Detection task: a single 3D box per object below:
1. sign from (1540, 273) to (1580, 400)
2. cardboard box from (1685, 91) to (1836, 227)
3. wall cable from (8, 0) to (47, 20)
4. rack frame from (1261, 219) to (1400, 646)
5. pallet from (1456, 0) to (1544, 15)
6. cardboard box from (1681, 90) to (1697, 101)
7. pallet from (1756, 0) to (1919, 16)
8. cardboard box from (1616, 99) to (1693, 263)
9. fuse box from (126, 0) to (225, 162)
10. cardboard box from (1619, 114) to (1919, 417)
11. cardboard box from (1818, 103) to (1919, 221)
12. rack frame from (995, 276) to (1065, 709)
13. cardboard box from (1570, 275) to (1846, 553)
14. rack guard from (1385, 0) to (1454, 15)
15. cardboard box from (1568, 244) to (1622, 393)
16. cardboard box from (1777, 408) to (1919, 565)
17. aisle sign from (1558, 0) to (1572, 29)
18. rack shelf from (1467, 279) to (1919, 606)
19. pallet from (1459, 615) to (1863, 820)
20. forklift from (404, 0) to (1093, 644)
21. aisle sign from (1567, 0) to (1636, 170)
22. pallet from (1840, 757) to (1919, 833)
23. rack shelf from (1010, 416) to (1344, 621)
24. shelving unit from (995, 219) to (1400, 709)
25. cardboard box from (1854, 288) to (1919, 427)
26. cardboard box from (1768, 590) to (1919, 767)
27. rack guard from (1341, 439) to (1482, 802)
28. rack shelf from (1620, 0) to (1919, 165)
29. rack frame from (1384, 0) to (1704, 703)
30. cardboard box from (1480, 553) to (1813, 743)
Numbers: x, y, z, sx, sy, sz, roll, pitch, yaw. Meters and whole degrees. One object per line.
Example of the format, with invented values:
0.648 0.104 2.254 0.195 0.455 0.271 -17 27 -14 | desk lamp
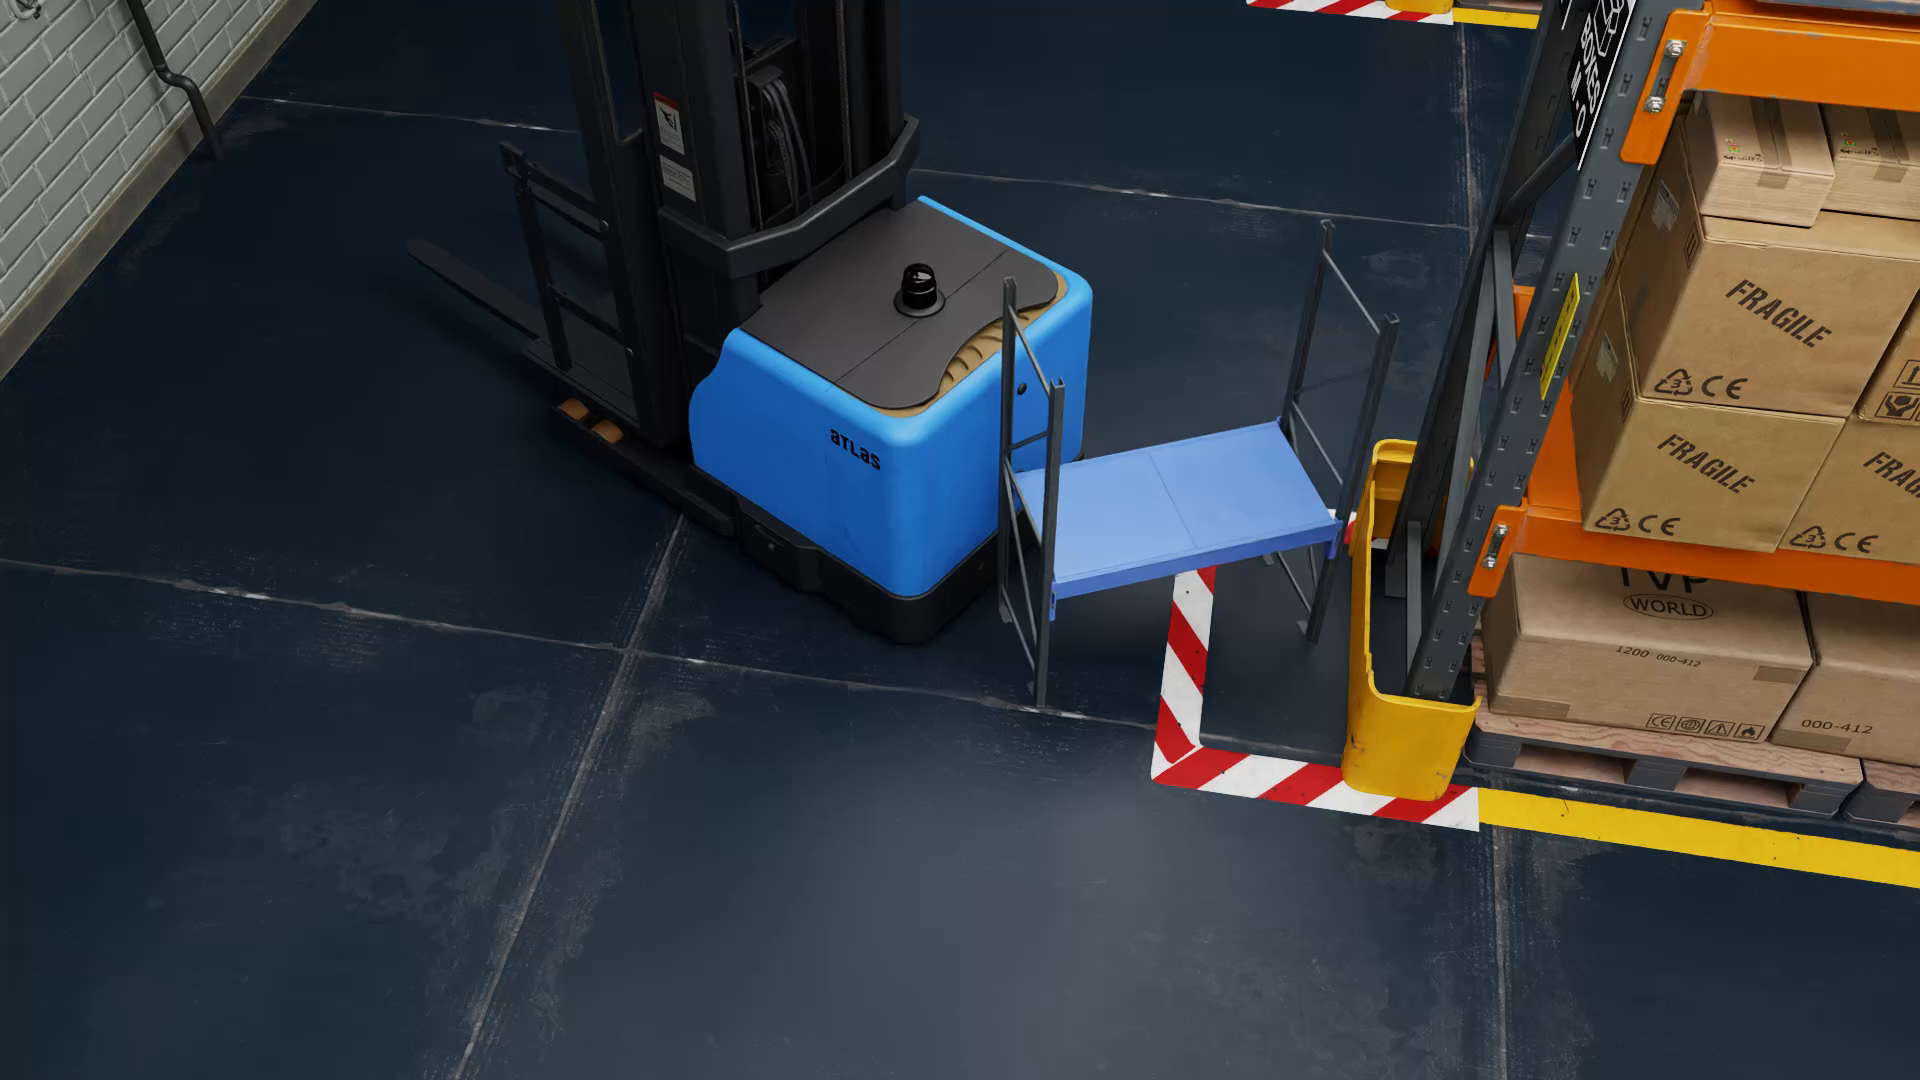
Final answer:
1.455 -0.491 4.039 0.005 0.325 0.100 8 49 7 | sign
1.859 -0.915 3.880 0.250 0.149 0.380 9 49 8 | cardboard box
-3.753 -2.689 5.966 0.122 1.984 0.588 8 49 7 | wall cable
1.190 -0.305 5.516 0.032 1.500 0.500 -12 49 -10 | rack frame
3.298 -3.167 8.954 1.213 0.211 1.003 8 49 7 | pallet
1.948 -1.264 4.194 0.250 0.149 0.380 8 49 7 | cardboard box
2.291 -1.463 3.591 1.213 0.211 1.003 8 49 7 | pallet
2.076 -1.059 4.445 0.500 0.500 0.500 9 49 8 | cardboard box
-3.477 -2.397 7.253 0.414 1.711 0.539 8 49 7 | fuse box
1.981 -0.676 4.101 0.500 0.500 0.500 7 48 6 | cardboard box
2.130 -0.933 3.896 0.250 0.149 0.380 9 49 8 | cardboard box
0.211 -0.101 5.333 0.032 1.500 0.500 -12 49 -10 | rack frame
1.981 -0.340 4.472 0.500 0.500 0.500 7 48 7 | cardboard box
2.513 -3.369 8.941 0.348 0.500 1.175 8 49 7 | rack guard
2.081 -0.744 4.835 0.500 0.500 0.500 8 49 7 | cardboard box
2.483 -0.294 4.430 0.500 0.500 0.500 7 48 6 | cardboard box
1.544 -1.686 4.000 0.004 0.787 0.394 8 49 7 | aisle sign
3.527 -0.075 4.785 4.000 0.370 1.077 8 49 7 | rack shelf
2.360 0.400 5.749 1.213 0.211 1.003 8 49 7 | pallet
-0.992 -1.555 5.677 3.031 2.935 1.130 32 55 25 | forklift
1.437 -1.247 3.606 0.004 0.787 0.394 8 49 7 | aisle sign
3.557 0.563 5.602 1.213 0.211 1.003 8 49 7 | pallet
0.700 -0.083 5.558 1.000 0.185 0.538 -12 49 -10 | rack shelf
0.700 -0.203 5.424 1.048 1.500 0.538 -12 49 -10 | shelving unit
2.491 -0.613 4.045 0.500 0.500 0.500 6 48 6 | cardboard box
3.129 0.265 5.436 0.875 0.438 0.875 9 49 8 | cardboard box
1.536 0.252 5.688 0.348 0.500 1.175 8 49 7 | rack guard
3.527 -1.078 3.669 4.000 0.370 1.077 8 49 7 | rack shelf
1.559 -0.580 4.755 0.127 3.000 1.000 8 49 7 | rack frame
2.227 0.150 5.539 0.875 0.438 0.875 6 48 6 | cardboard box
